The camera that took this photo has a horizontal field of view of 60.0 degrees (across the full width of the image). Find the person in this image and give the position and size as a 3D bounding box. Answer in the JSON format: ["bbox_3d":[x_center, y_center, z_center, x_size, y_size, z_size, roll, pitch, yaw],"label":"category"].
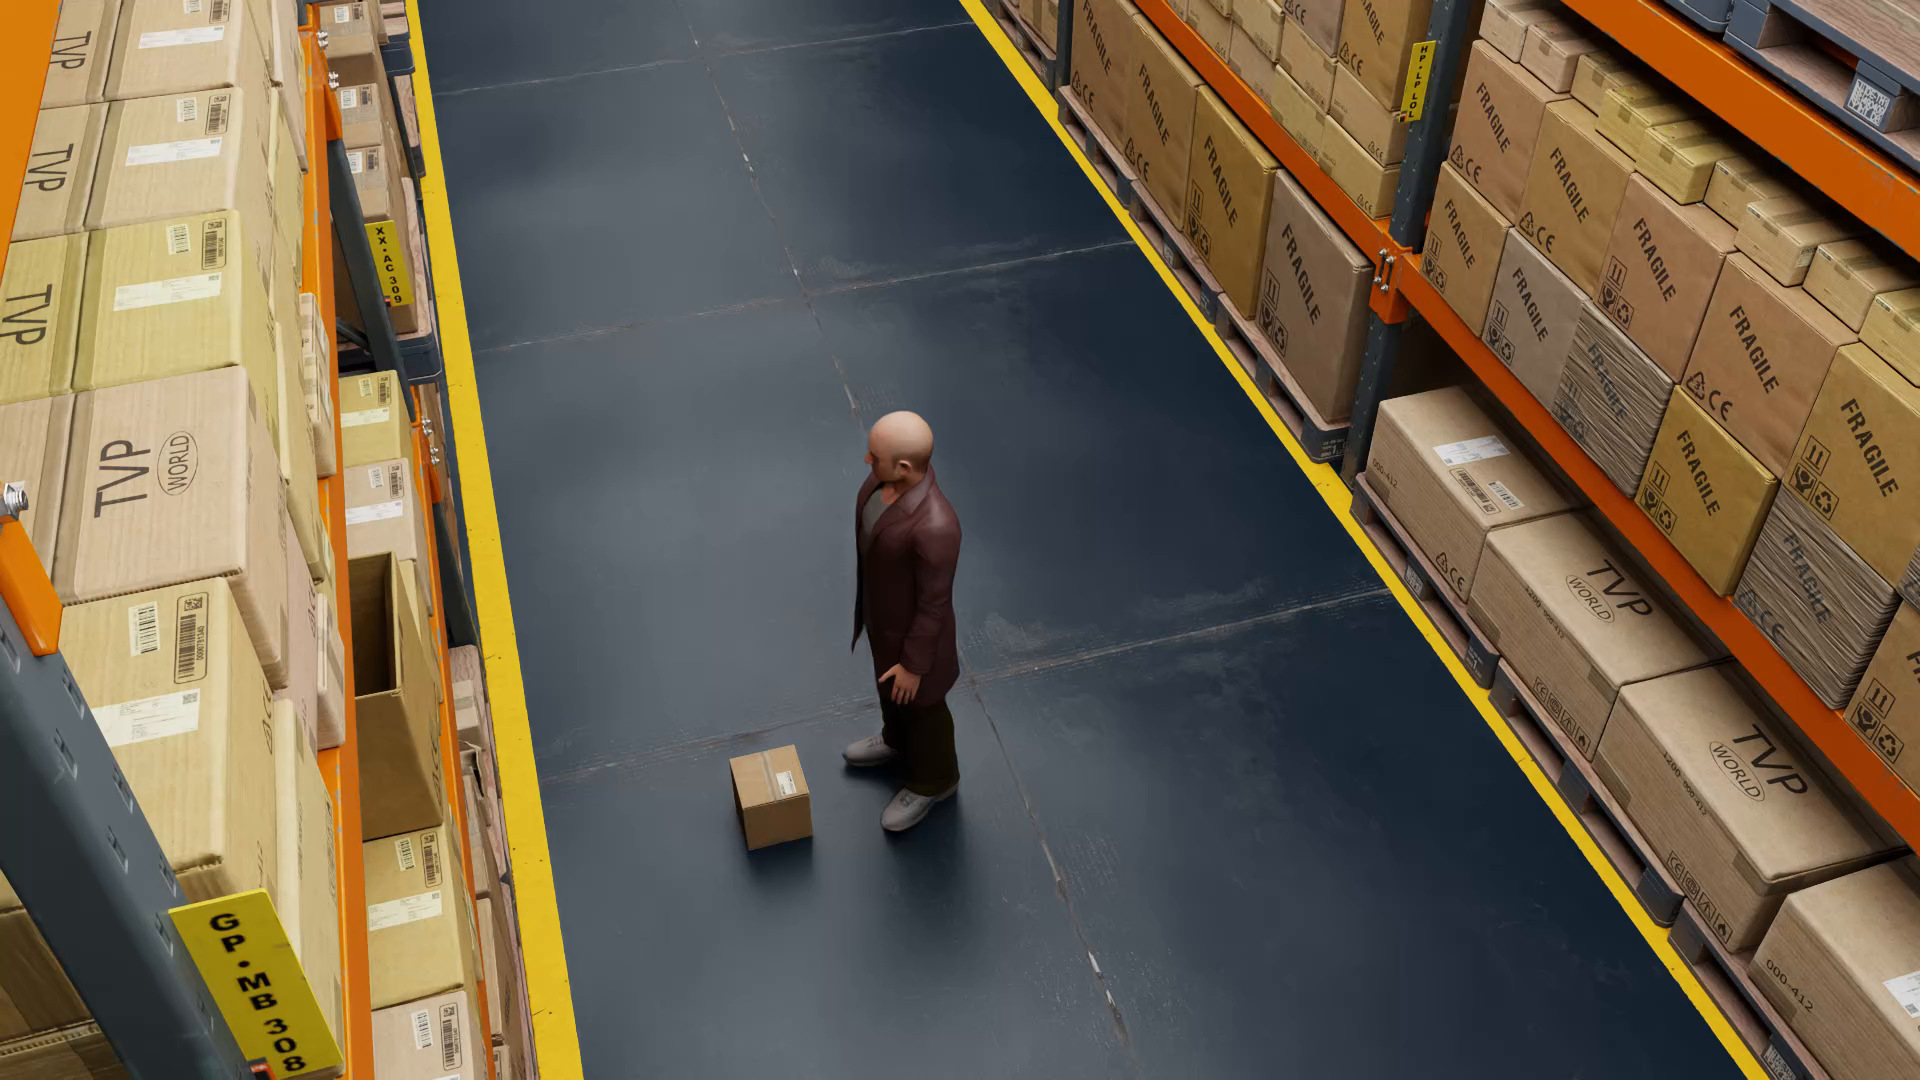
[{"bbox_3d":[-0.206,0.280,5.823,0.373,1.783,0.601,-16,44,-17],"label":"person"}]
